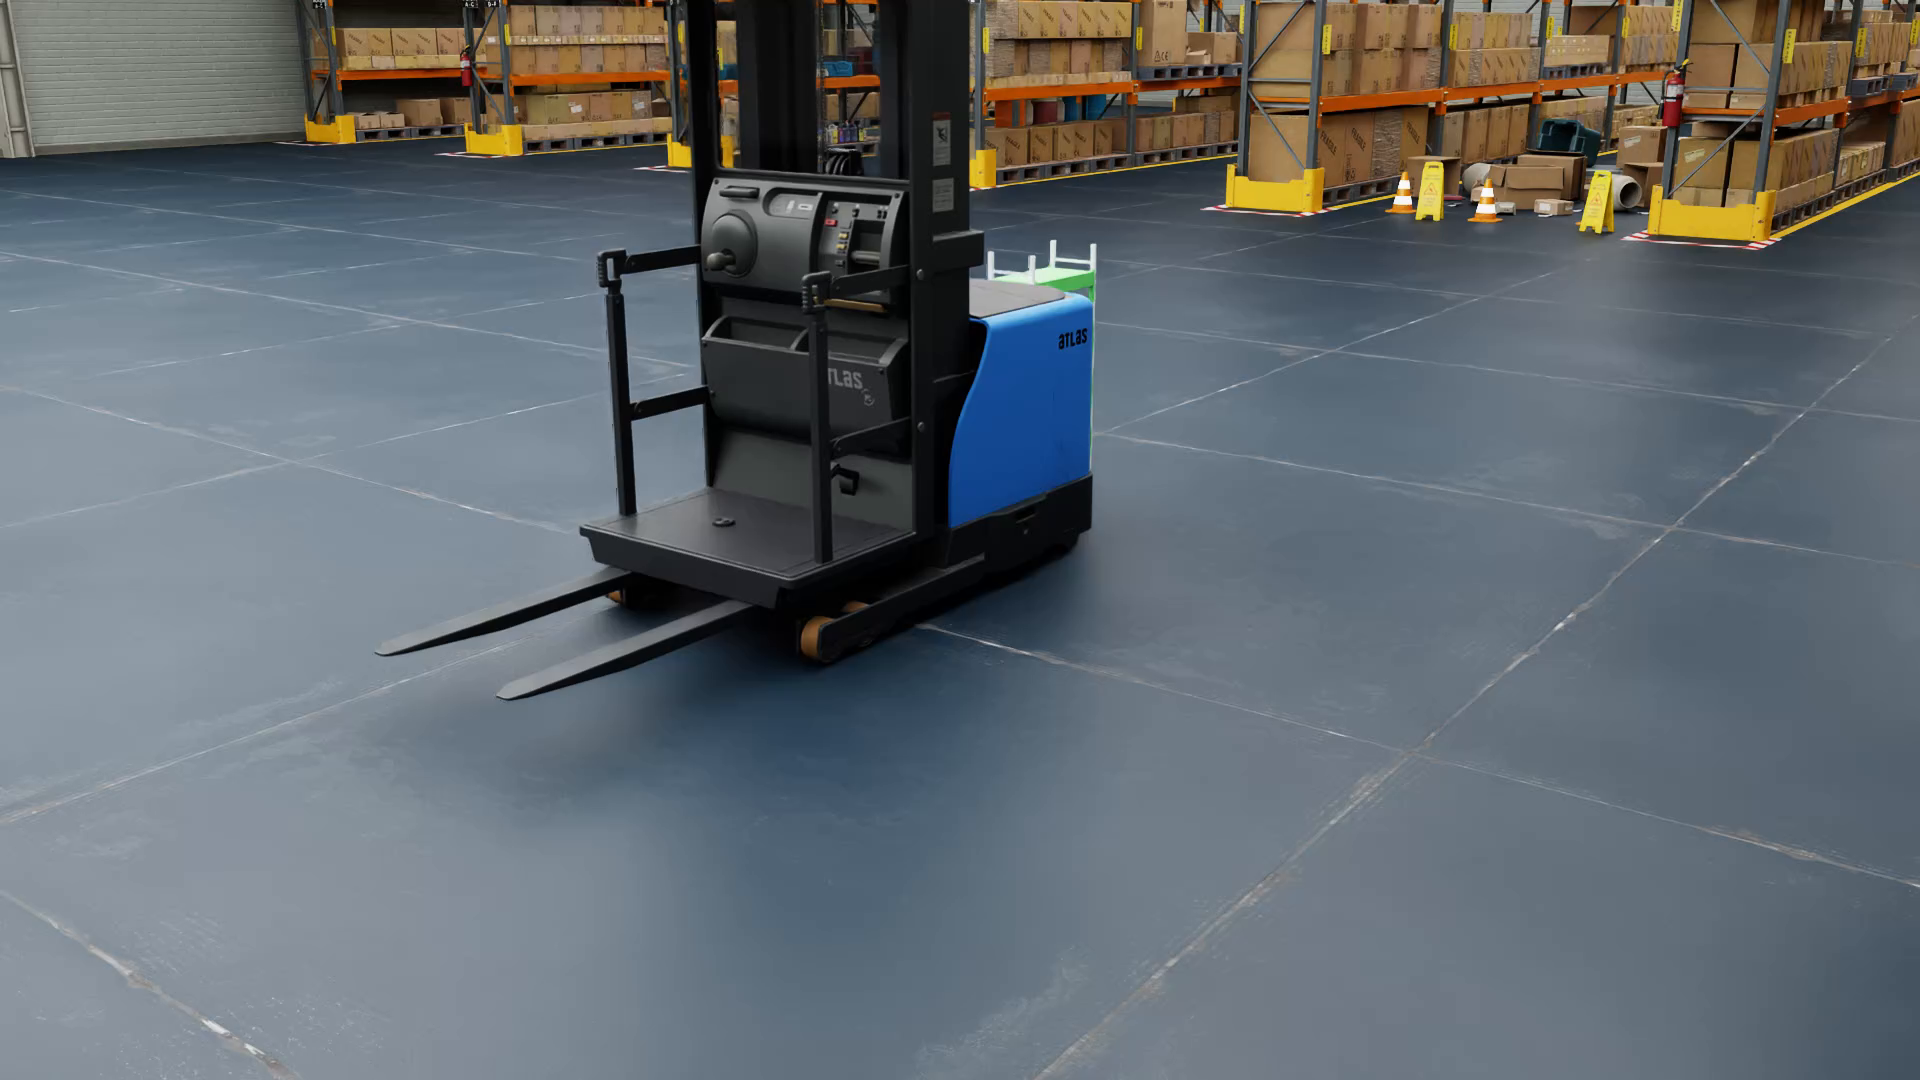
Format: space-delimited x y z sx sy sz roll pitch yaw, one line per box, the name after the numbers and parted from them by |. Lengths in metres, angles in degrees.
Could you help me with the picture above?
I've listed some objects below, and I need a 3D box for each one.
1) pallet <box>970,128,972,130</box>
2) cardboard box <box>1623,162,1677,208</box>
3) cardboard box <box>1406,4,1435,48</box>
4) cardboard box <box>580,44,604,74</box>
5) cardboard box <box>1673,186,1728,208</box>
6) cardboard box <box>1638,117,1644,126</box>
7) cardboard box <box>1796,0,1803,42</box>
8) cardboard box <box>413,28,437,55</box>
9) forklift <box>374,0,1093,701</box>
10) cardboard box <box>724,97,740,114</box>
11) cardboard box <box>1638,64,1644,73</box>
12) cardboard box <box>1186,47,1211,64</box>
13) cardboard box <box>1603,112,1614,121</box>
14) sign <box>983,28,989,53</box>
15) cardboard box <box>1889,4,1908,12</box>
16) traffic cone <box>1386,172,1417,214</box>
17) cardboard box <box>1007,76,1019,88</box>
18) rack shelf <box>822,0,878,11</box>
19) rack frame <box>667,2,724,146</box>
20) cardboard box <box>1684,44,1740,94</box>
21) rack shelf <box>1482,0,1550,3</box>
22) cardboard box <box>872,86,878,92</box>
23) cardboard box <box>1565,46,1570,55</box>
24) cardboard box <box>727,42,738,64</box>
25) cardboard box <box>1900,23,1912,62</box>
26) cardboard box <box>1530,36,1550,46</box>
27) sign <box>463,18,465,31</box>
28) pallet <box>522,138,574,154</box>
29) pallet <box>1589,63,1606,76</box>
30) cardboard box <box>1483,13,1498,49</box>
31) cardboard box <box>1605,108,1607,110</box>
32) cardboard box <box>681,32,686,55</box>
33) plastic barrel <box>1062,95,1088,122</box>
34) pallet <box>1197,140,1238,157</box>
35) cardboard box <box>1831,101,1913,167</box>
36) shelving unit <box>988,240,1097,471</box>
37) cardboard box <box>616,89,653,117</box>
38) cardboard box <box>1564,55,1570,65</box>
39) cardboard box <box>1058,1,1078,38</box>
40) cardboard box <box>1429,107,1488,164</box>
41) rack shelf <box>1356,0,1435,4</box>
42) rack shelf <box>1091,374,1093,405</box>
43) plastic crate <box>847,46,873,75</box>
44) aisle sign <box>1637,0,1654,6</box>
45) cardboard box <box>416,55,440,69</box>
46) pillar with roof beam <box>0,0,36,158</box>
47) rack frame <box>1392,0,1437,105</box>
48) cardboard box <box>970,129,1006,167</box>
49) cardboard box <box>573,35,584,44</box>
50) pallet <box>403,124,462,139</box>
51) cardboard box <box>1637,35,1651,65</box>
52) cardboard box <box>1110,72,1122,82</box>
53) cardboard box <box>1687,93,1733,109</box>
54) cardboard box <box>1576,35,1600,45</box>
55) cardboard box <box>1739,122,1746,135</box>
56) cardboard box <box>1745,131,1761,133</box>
0.204 -7.654 31.535 1.003 0.211 1.213 12 21 35 | pallet
8.519 -4.377 20.491 0.500 0.500 0.500 -4 18 -13 | cardboard box
5.733 -6.789 21.974 0.875 0.550 0.550 12 21 35 | cardboard box
-6.837 -8.660 29.904 0.700 0.500 0.500 13 22 36 | cardboard box
8.147 -3.765 18.237 0.500 0.250 0.500 12 21 34 | cardboard box
12.363 -7.720 30.643 0.380 0.149 0.250 13 21 35 | cardboard box
9.171 -5.952 18.998 0.700 0.500 0.500 12 21 33 | cardboard box
-10.587 -9.728 32.467 0.500 0.500 0.500 13 22 36 | cardboard box
-0.713 -1.130 5.941 1.130 2.935 3.031 12 21 35 | forklift
-4.606 -8.538 32.663 0.500 0.311 0.500 12 21 33 | cardboard box
12.158 -8.552 30.149 0.380 0.149 0.250 14 22 37 | cardboard box
3.898 -7.980 27.400 0.396 0.266 0.258 12 21 33 | cardboard box
11.353 -7.509 29.462 0.380 0.149 0.250 13 22 37 | cardboard box
0.344 -6.700 22.302 0.100 0.325 0.005 12 21 35 | sign
14.945 -8.454 26.462 0.380 0.149 0.250 12 21 34 | cardboard box
5.288 -4.146 19.815 0.336 0.463 0.334 12 21 35 | traffic cone
0.595 -6.402 23.224 0.380 0.149 0.250 12 21 35 | cardboard box
-3.684 -13.432 41.595 1.077 0.370 4.000 12 21 35 | rack shelf
-4.070 -7.258 25.558 1.000 3.000 0.127 12 21 35 | rack frame
7.969 -4.999 17.614 0.500 0.500 0.500 12 21 34 | cardboard box
7.406 -8.000 24.103 1.077 0.370 4.000 12 21 35 | rack shelf
-1.975 -10.056 36.778 0.500 0.250 0.500 12 21 35 | cardboard box
9.663 -7.938 26.963 0.380 0.149 0.250 12 21 35 | cardboard box
-4.579 -9.559 32.800 0.500 0.500 0.500 12 21 35 | cardboard box
12.586 -6.770 22.608 0.500 0.500 0.500 12 21 33 | cardboard box
9.031 -7.829 26.110 0.380 0.149 0.250 12 21 35 | cardboard box
-8.473 -8.899 28.492 0.100 0.325 0.005 12 21 35 | sign
-7.624 -6.992 29.403 1.003 0.211 1.213 12 21 35 | pallet
10.409 -8.092 28.568 1.003 0.211 1.213 12 21 35 | pallet
7.414 -7.443 24.298 0.700 0.500 0.500 12 21 34 | cardboard box
11.938 -7.958 30.907 0.380 0.149 0.250 12 21 35 | cardboard box
-6.445 -11.307 37.892 0.500 0.500 0.500 13 22 36 | cardboard box
2.321 -9.019 34.060 0.600 0.901 0.708 12 21 35 | plastic barrel
4.208 -6.771 28.690 1.003 0.211 1.213 12 21 35 | pallet
13.112 -5.873 23.972 0.875 0.875 0.875 12 21 34 | cardboard box
0.369 -0.720 7.540 0.258 1.200 0.503 12 21 35 | shelving unit
-6.190 -8.277 31.504 0.500 0.500 0.500 12 21 35 | cardboard box
9.663 -7.796 27.005 0.380 0.149 0.250 13 22 36 | cardboard box
1.348 -7.490 23.950 0.500 0.500 0.500 12 21 35 | cardboard box
7.090 -5.954 24.444 1.050 0.750 0.750 12 21 35 | cardboard box
8.250 -10.806 33.139 1.077 0.370 4.000 12 21 35 | rack shelf
0.369 -0.659 7.559 0.258 0.148 0.480 12 21 35 | rack shelf
-1.644 -8.411 29.162 0.402 0.464 0.583 12 21 35 | plastic crate
13.167 -10.605 31.952 0.394 0.787 0.004 12 21 35 | aisle sign
-10.571 -9.373 32.588 0.500 0.250 0.500 13 21 35 | cardboard box
-12.421 -10.003 24.283 9.100 9.000 0.400 12 21 35 | pillar with roof beam
9.441 -10.194 35.011 1.000 3.000 0.127 12 21 35 | rack frame
0.294 -5.535 23.517 0.500 0.500 0.500 -15 23 -40 | cardboard box
-6.873 -8.854 29.436 0.380 0.149 0.250 12 21 34 | cardboard box
-10.741 -8.172 33.202 1.003 0.211 1.213 12 21 35 | pallet
12.097 -8.836 29.970 0.500 0.500 0.500 12 21 34 | cardboard box
2.243 -7.054 25.326 0.380 0.149 0.250 12 21 35 | cardboard box
7.918 -4.638 17.546 0.380 0.149 0.250 13 22 37 | cardboard box
10.584 -8.450 28.107 0.380 0.149 0.250 12 21 33 | cardboard box
8.610 -4.645 18.713 0.380 0.149 0.250 14 22 37 | cardboard box
9.062 -4.484 19.290 0.500 0.500 0.500 14 22 37 | cardboard box
